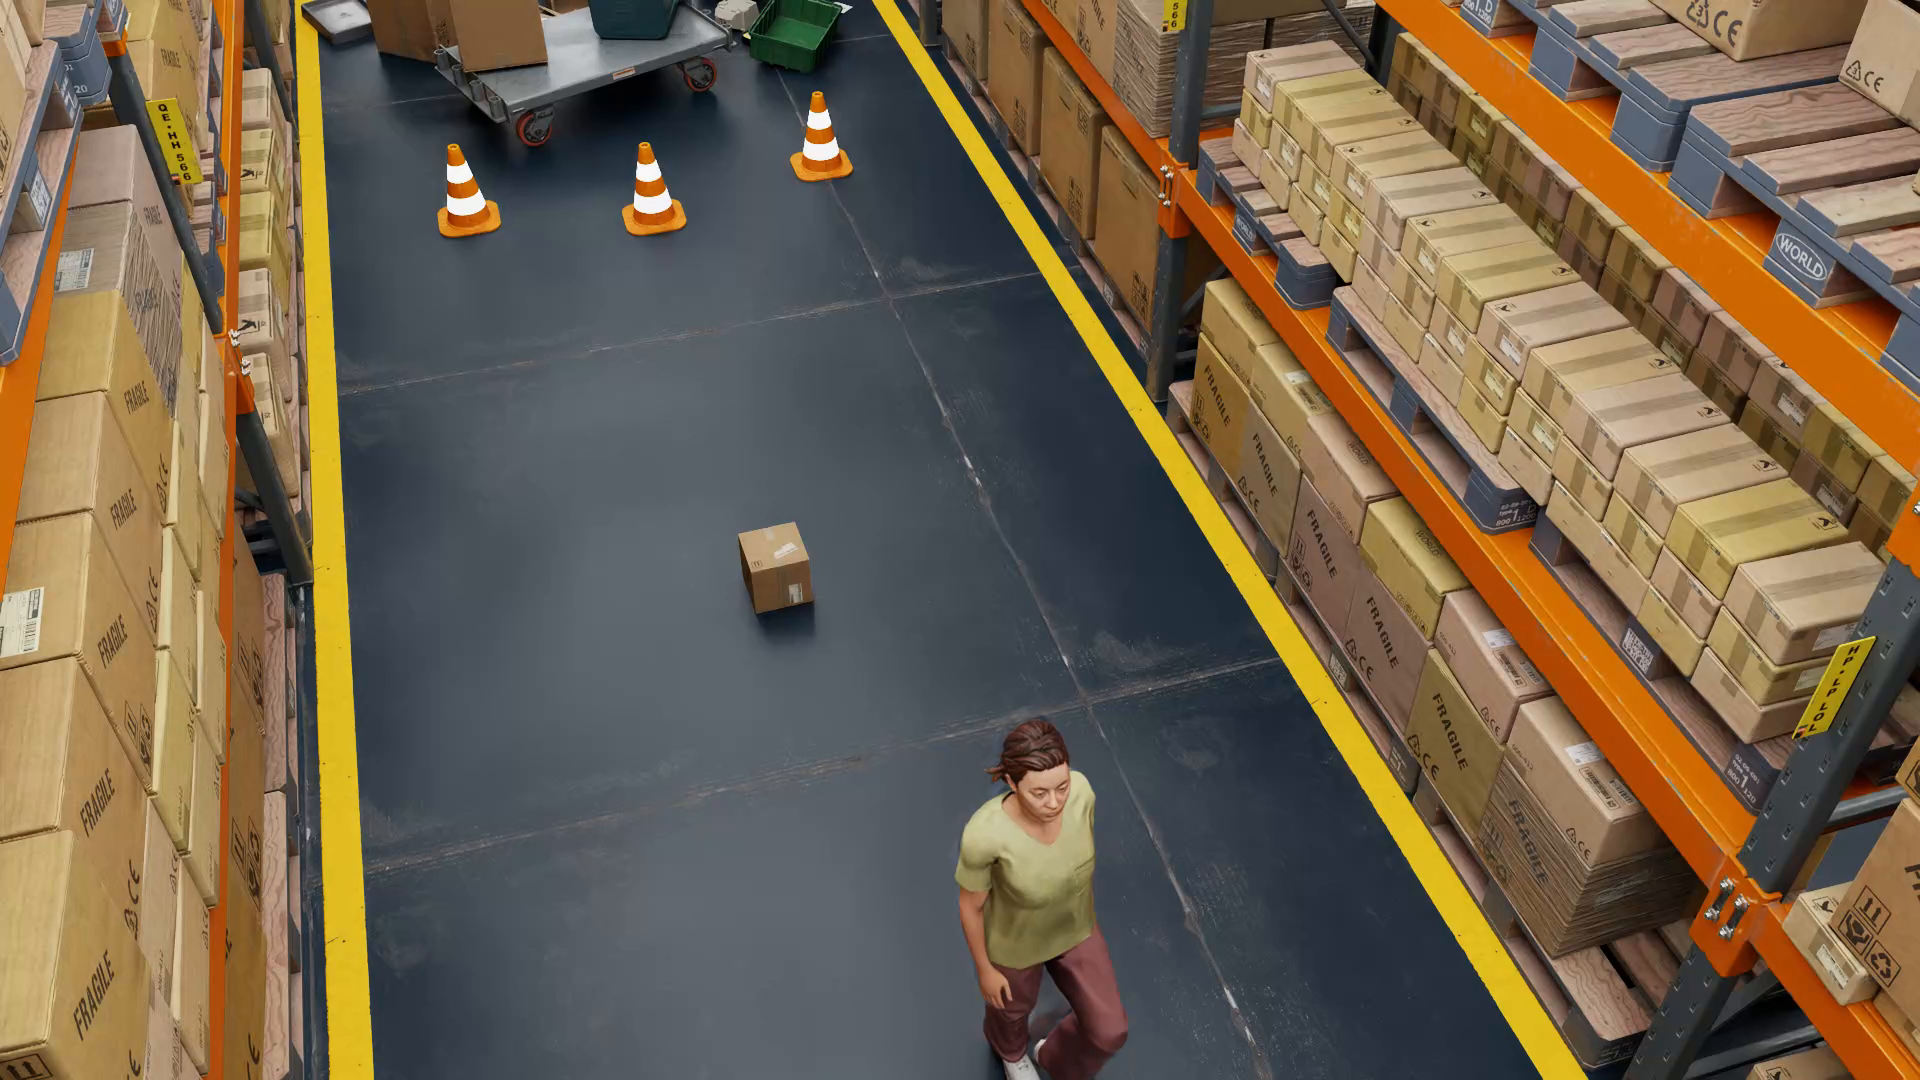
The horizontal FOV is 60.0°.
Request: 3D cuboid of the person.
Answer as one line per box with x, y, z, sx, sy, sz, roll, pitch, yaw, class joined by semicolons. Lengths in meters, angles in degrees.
0.231;1.184;4.866;0.478;1.717;0.503;-18;45;-19;person
